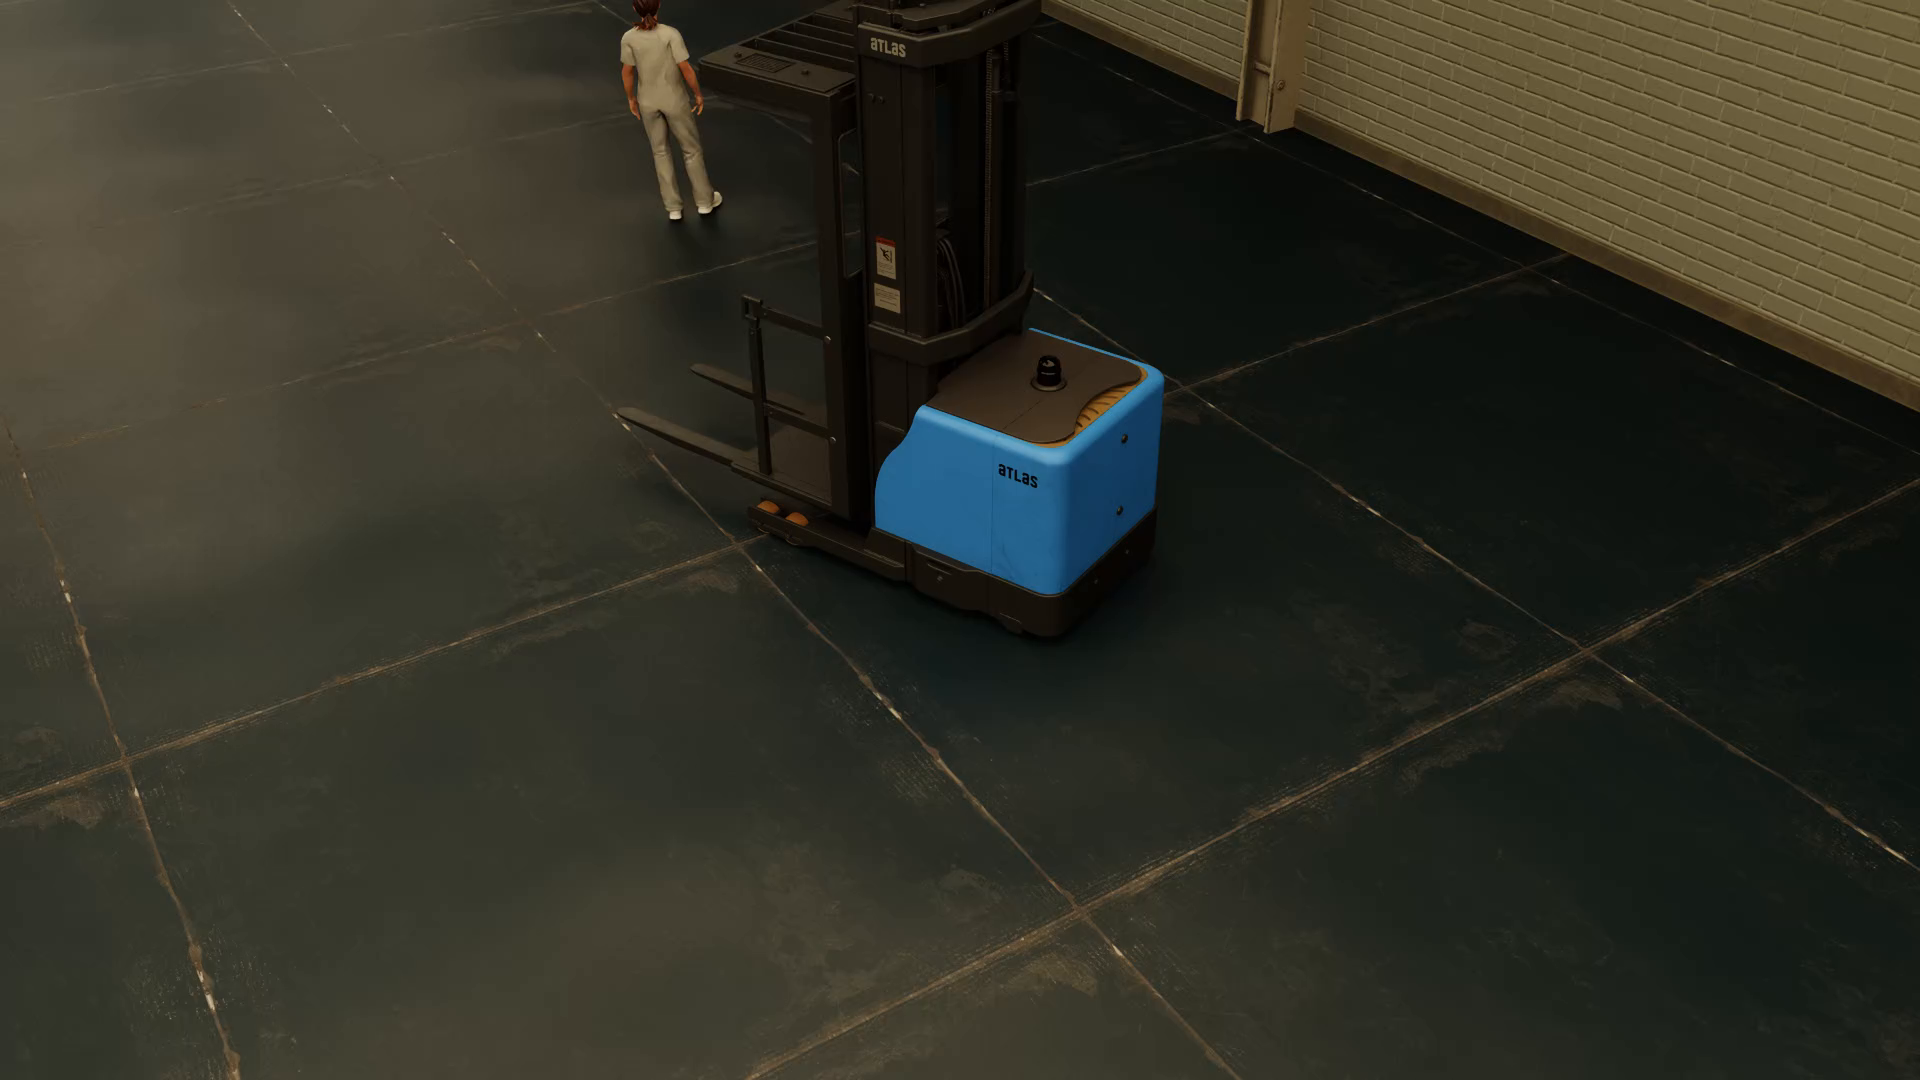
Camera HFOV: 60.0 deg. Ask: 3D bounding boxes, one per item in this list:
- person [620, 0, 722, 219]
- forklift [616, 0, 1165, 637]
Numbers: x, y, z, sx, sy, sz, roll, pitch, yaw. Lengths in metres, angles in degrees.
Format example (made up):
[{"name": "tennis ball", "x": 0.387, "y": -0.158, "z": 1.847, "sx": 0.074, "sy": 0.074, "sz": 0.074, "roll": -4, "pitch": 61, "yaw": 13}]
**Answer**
[{"name": "person", "x": -2.036, "y": -3.056, "z": 11.576, "sx": 0.549, "sy": 1.675, "sz": 0.549, "roll": 2, "pitch": 35, "yaw": 3}, {"name": "forklift", "x": -0.500, "y": -1.399, "z": 8.138, "sx": 3.031, "sy": 2.935, "sz": 1.130, "roll": 22, "pitch": 41, "yaw": 28}]
